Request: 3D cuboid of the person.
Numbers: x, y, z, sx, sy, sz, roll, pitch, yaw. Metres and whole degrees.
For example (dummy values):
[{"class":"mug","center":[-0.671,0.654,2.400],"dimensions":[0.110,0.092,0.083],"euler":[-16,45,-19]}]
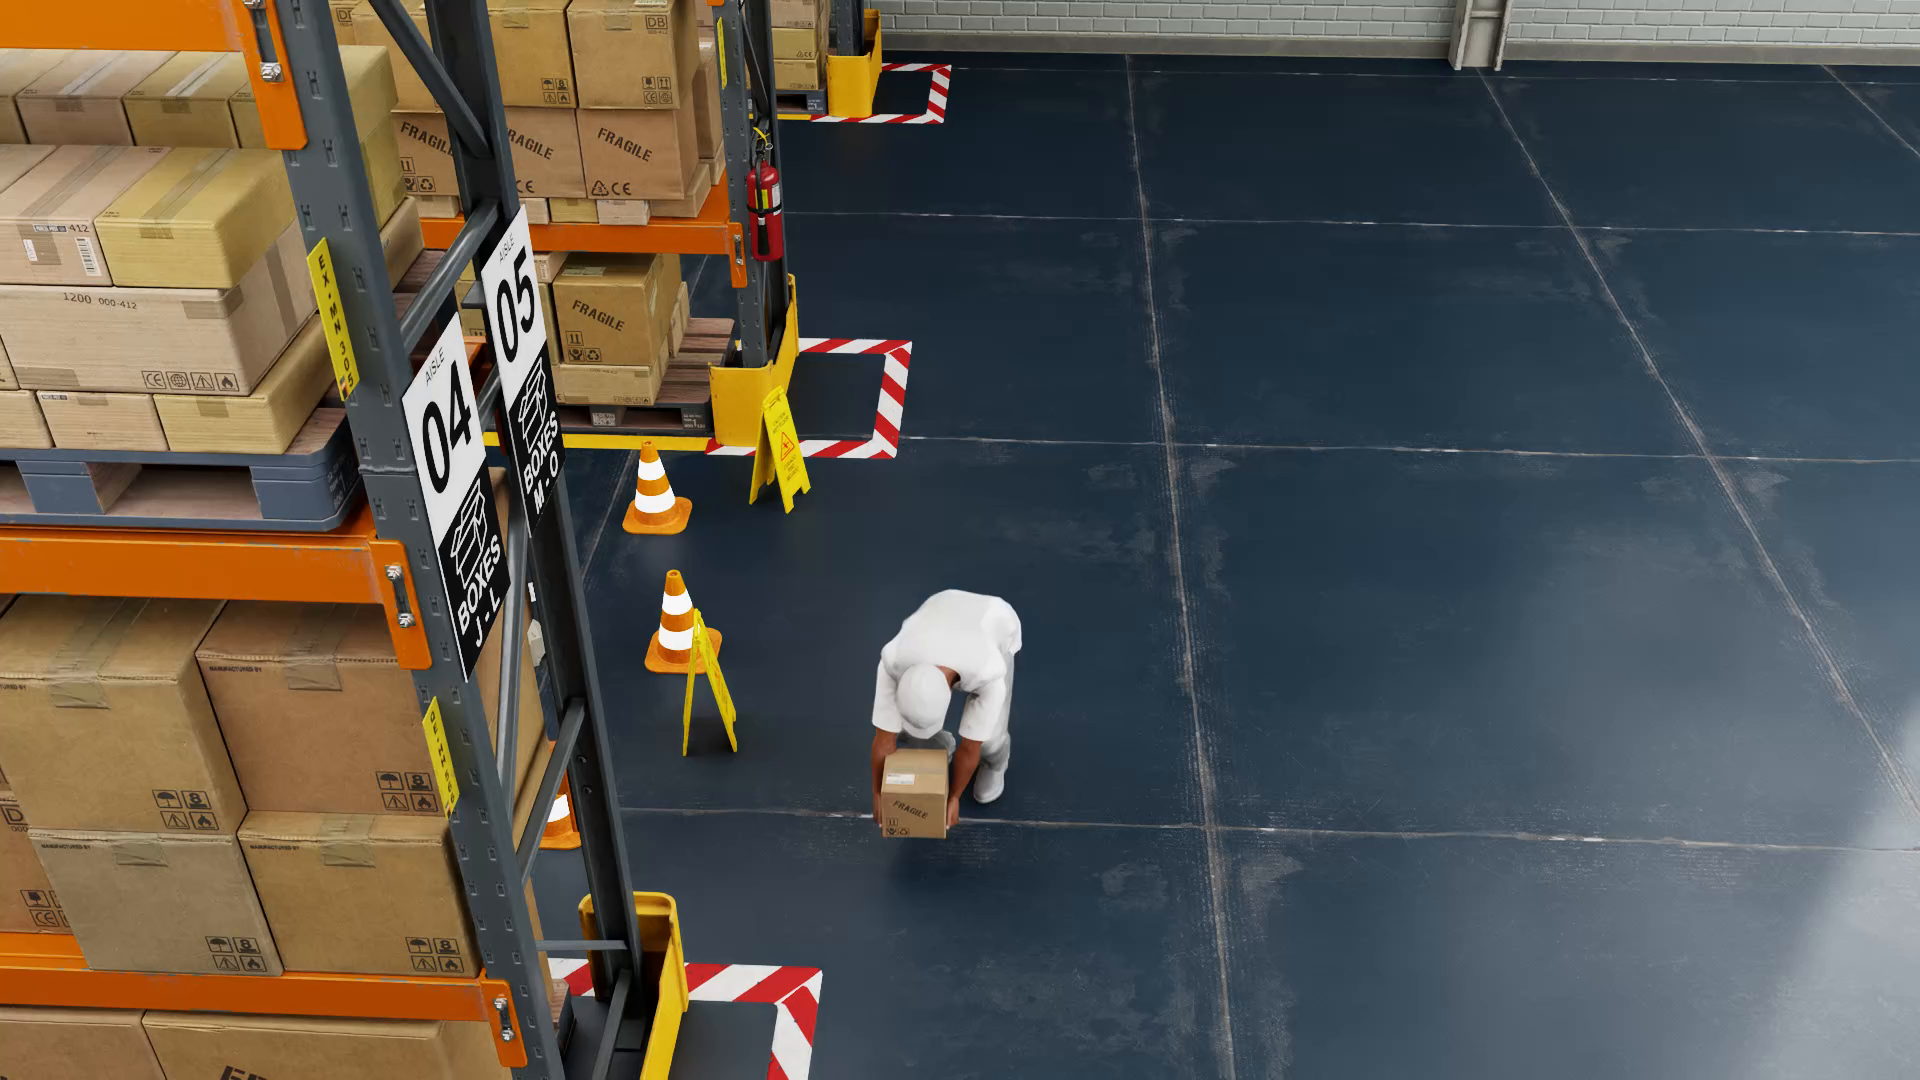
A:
[{"class":"person","center":[-0.035,0.697,6.780],"dimensions":[0.521,1.001,0.960],"euler":[11,37,15]}]
